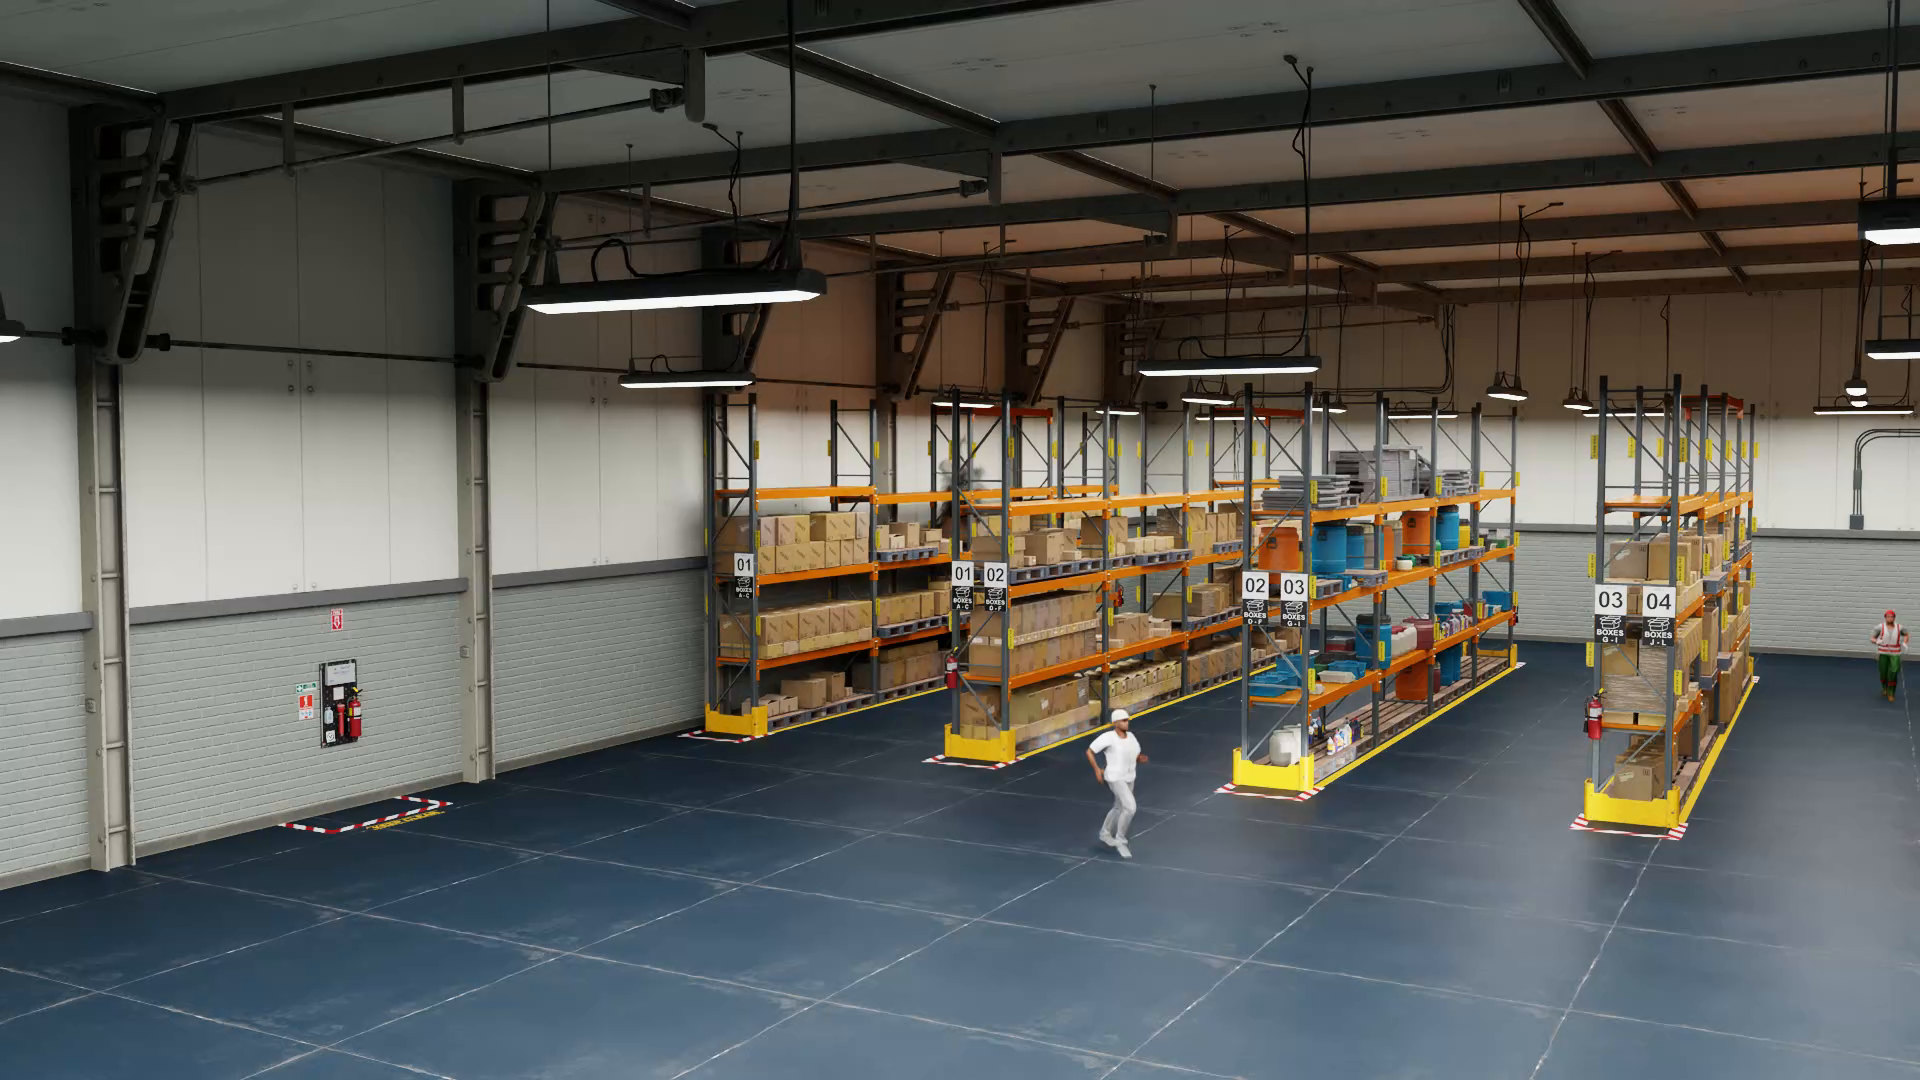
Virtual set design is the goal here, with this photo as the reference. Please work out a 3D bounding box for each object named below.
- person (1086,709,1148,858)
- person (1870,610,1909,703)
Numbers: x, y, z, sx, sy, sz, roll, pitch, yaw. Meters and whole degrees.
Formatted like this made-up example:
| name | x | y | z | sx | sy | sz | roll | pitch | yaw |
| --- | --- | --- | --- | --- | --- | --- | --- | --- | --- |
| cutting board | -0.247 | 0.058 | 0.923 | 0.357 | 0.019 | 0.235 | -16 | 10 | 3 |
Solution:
| name | x | y | z | sx | sy | sz | roll | pitch | yaw |
| --- | --- | --- | --- | --- | --- | --- | --- | --- | --- |
| person | 1.996 | 3.009 | 20.627 | 0.751 | 1.823 | 0.669 | 3 | 4 | 43 |
| person | 18.511 | 2.286 | 33.148 | 0.666 | 1.790 | 0.989 | 2 | 4 | 31 |
